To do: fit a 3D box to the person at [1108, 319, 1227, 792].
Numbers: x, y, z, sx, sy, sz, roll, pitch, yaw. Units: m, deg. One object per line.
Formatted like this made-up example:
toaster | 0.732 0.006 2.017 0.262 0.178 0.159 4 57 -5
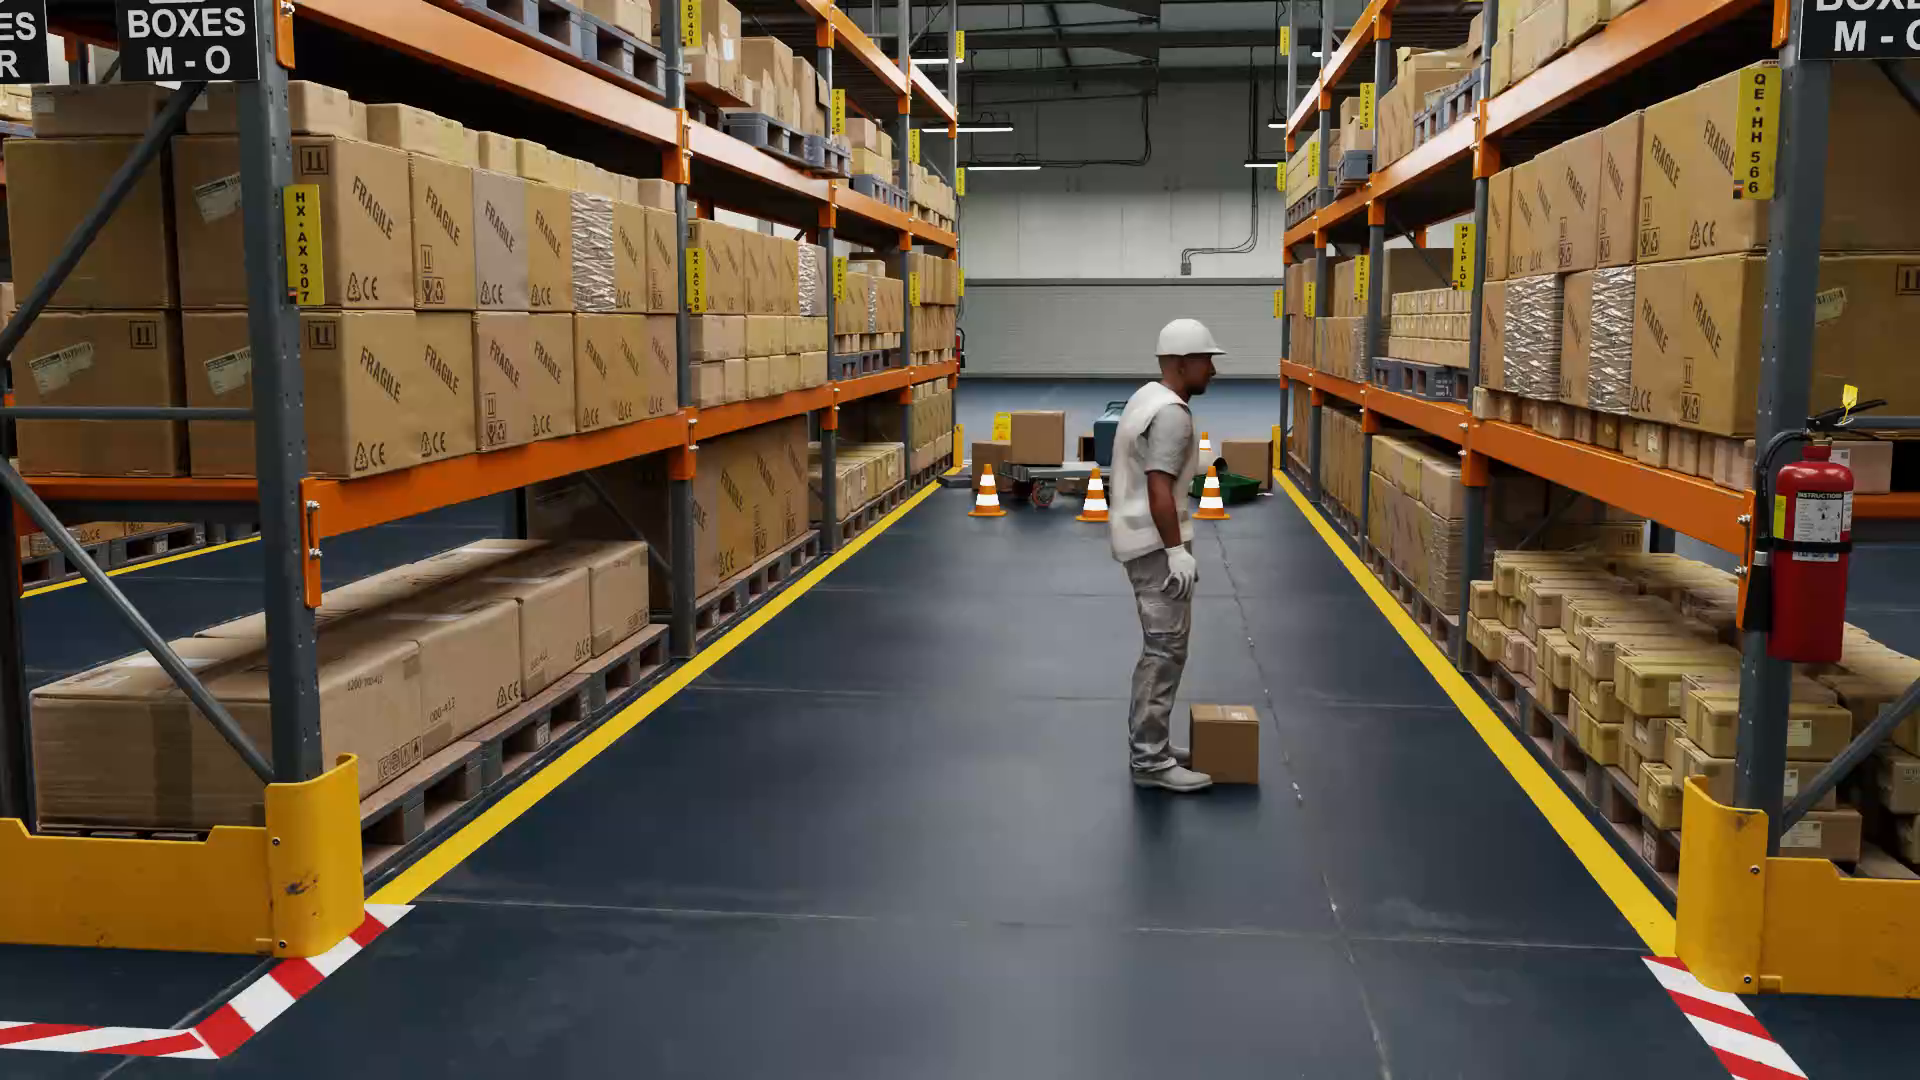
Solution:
person | 0.798 0.040 6.439 0.444 1.774 0.629 0 8 3
